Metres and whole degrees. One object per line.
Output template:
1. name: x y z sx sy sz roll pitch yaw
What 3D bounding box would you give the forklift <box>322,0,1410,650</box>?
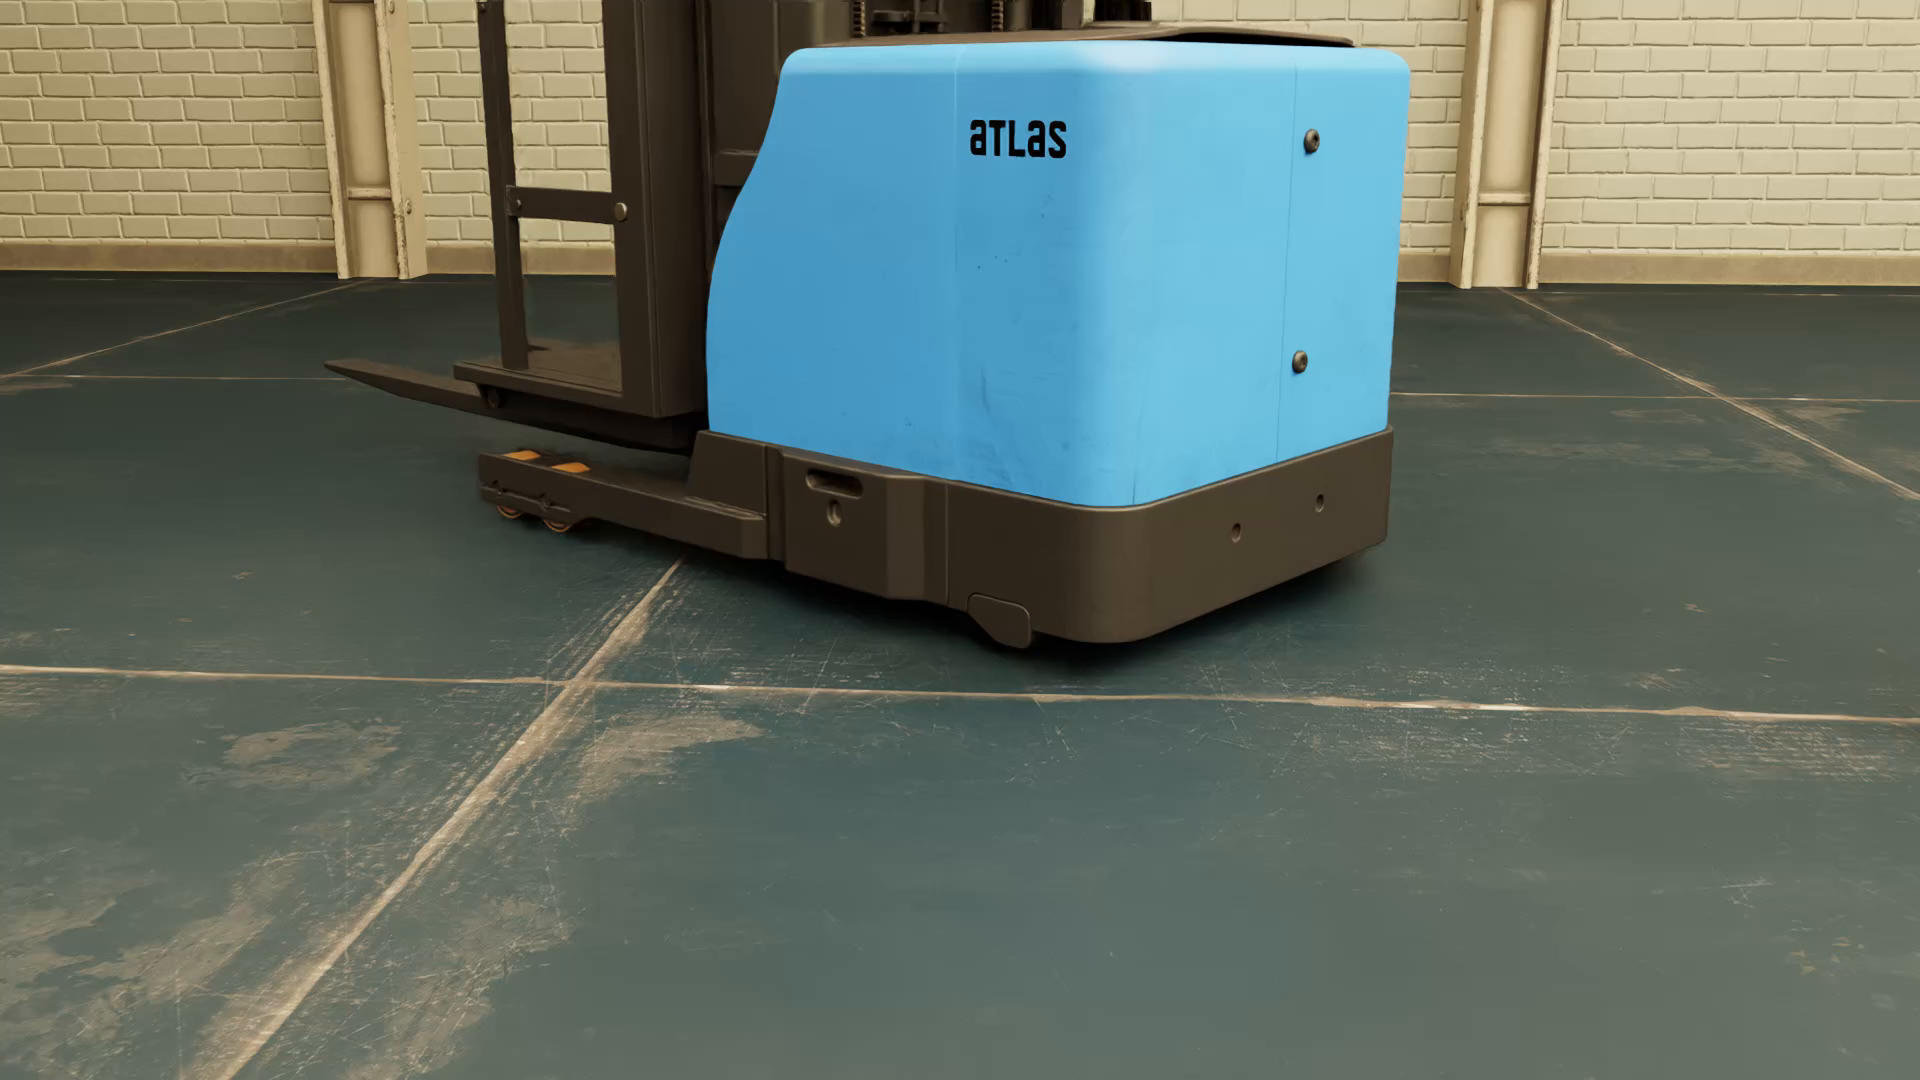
1. forklift: -0.521 -1.520 3.819 3.031 2.935 1.130 13 20 40
